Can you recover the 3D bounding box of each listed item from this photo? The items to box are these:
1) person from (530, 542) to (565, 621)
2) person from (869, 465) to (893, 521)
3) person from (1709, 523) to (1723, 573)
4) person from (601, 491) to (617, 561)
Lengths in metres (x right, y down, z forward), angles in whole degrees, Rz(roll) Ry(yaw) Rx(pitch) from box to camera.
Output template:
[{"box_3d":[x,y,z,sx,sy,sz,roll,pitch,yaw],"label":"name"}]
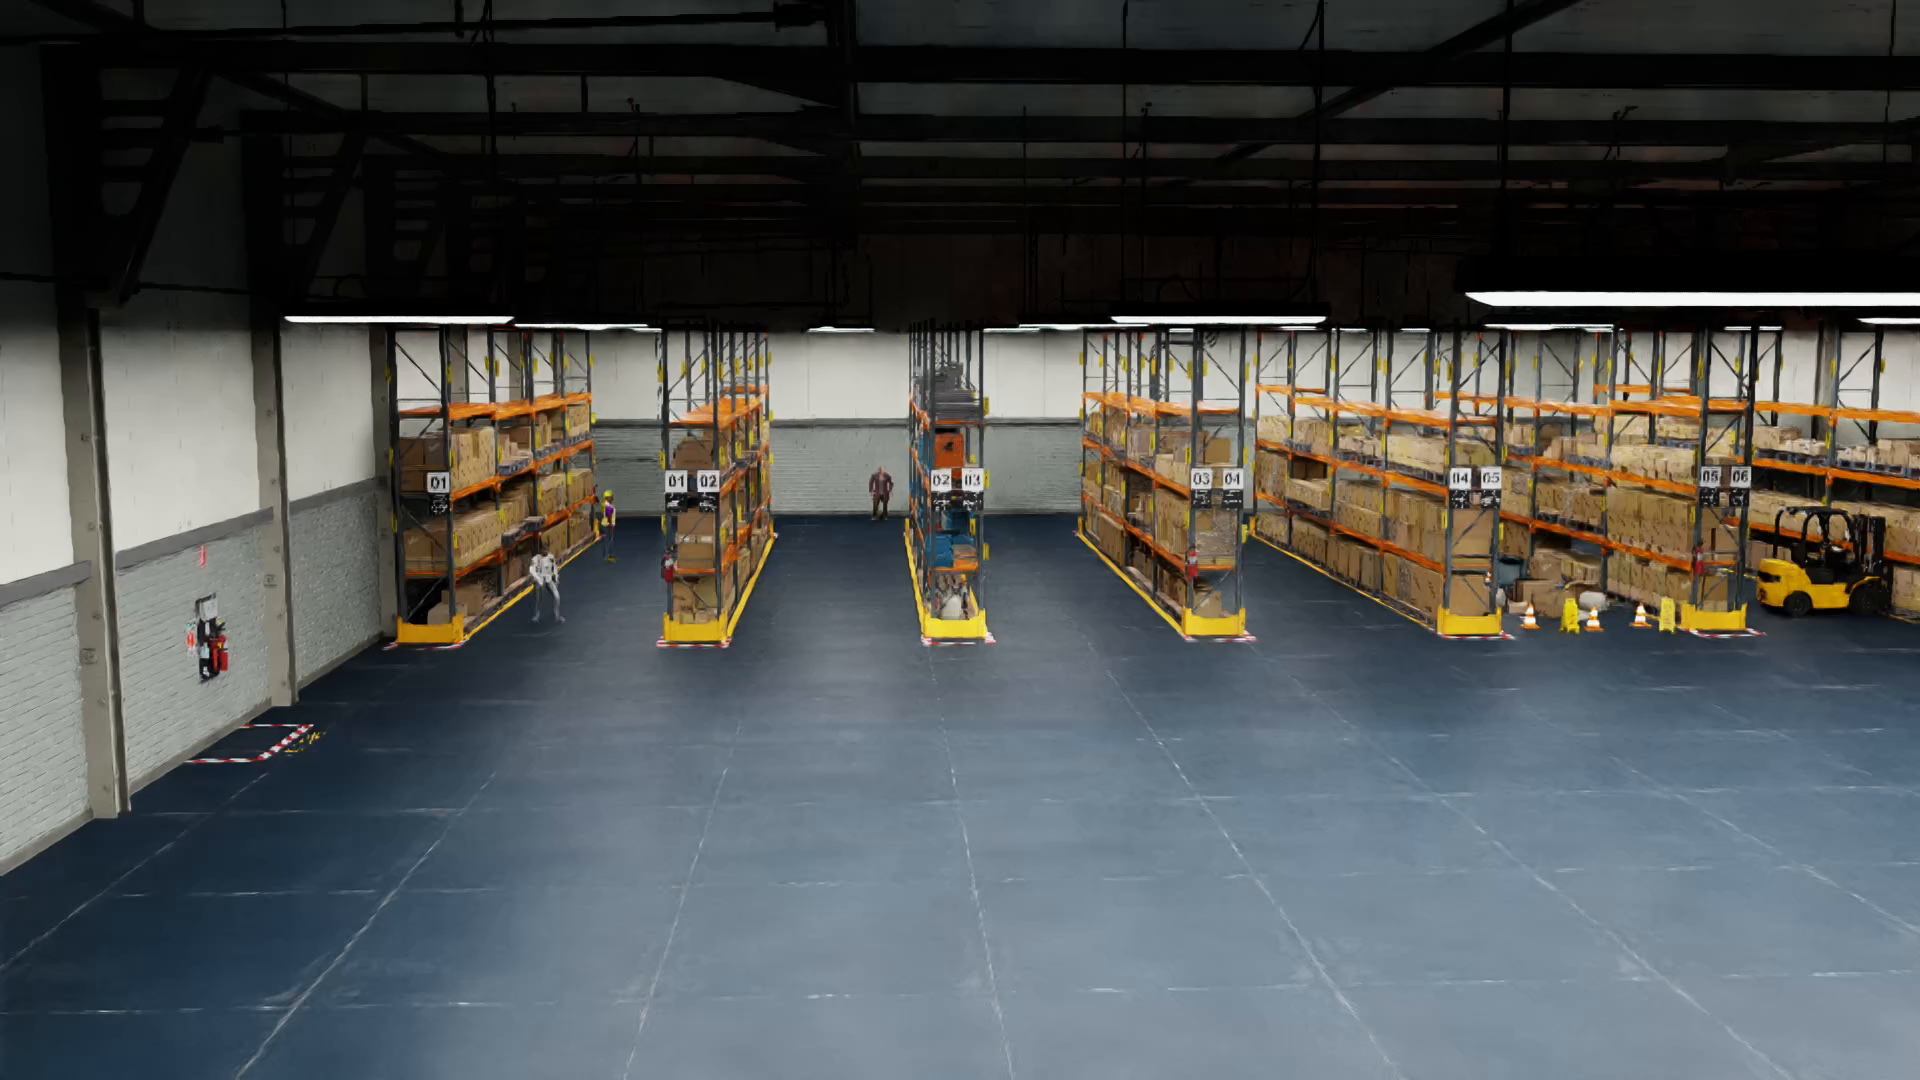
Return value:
[{"box_3d":[-8.289,0.820,33.213,0.630,1.618,0.758,-3,8,-24],"label":"person"},{"box_3d":[-2.434,-1.438,51.066,0.729,1.733,0.546,-1,7,-4],"label":"person"},{"box_3d":[16.260,0.391,35.915,0.636,1.775,0.677,4,8,29],"label":"person"},{"box_3d":[-8.880,-0.376,42.145,0.392,1.767,0.677,-3,8,-20],"label":"person"}]
